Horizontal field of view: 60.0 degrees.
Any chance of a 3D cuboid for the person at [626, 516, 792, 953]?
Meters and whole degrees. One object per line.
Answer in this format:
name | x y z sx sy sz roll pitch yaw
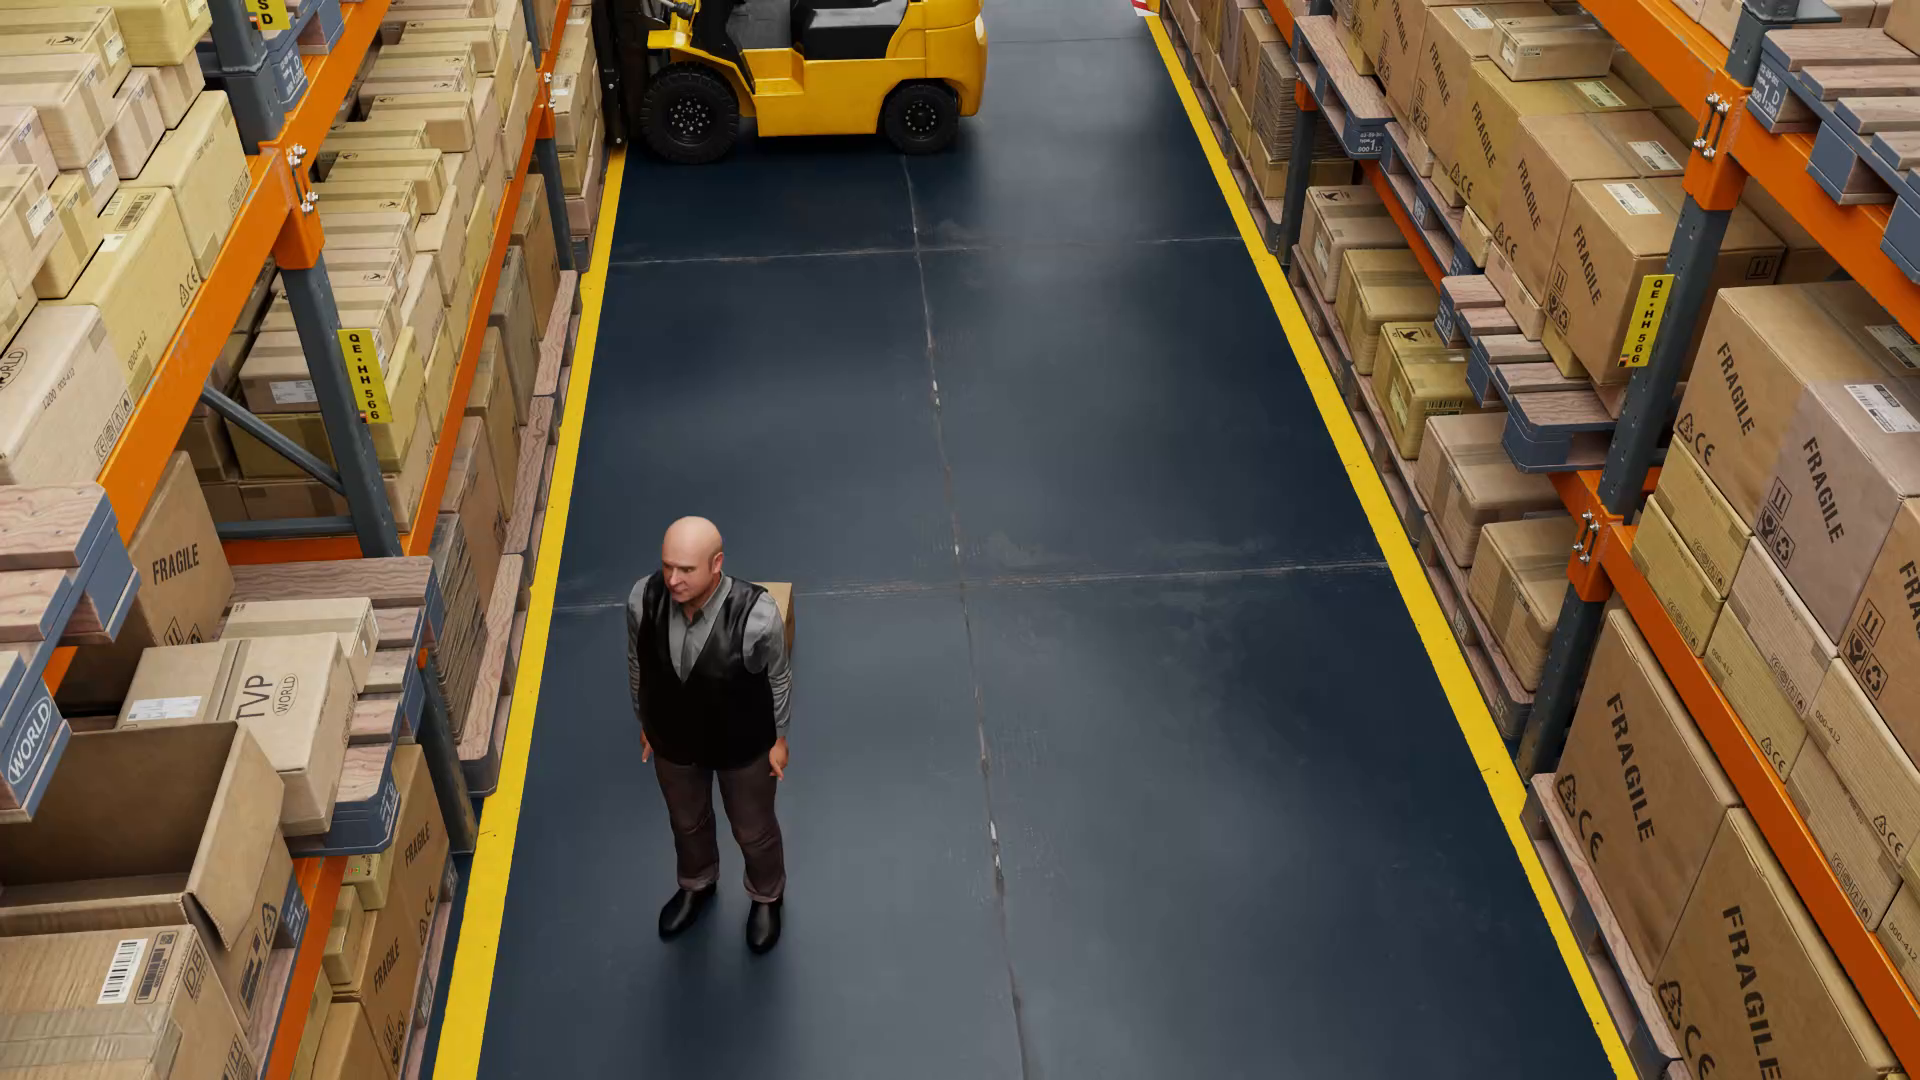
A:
person | -0.800 0.643 5.374 0.530 1.725 0.355 8 39 9
